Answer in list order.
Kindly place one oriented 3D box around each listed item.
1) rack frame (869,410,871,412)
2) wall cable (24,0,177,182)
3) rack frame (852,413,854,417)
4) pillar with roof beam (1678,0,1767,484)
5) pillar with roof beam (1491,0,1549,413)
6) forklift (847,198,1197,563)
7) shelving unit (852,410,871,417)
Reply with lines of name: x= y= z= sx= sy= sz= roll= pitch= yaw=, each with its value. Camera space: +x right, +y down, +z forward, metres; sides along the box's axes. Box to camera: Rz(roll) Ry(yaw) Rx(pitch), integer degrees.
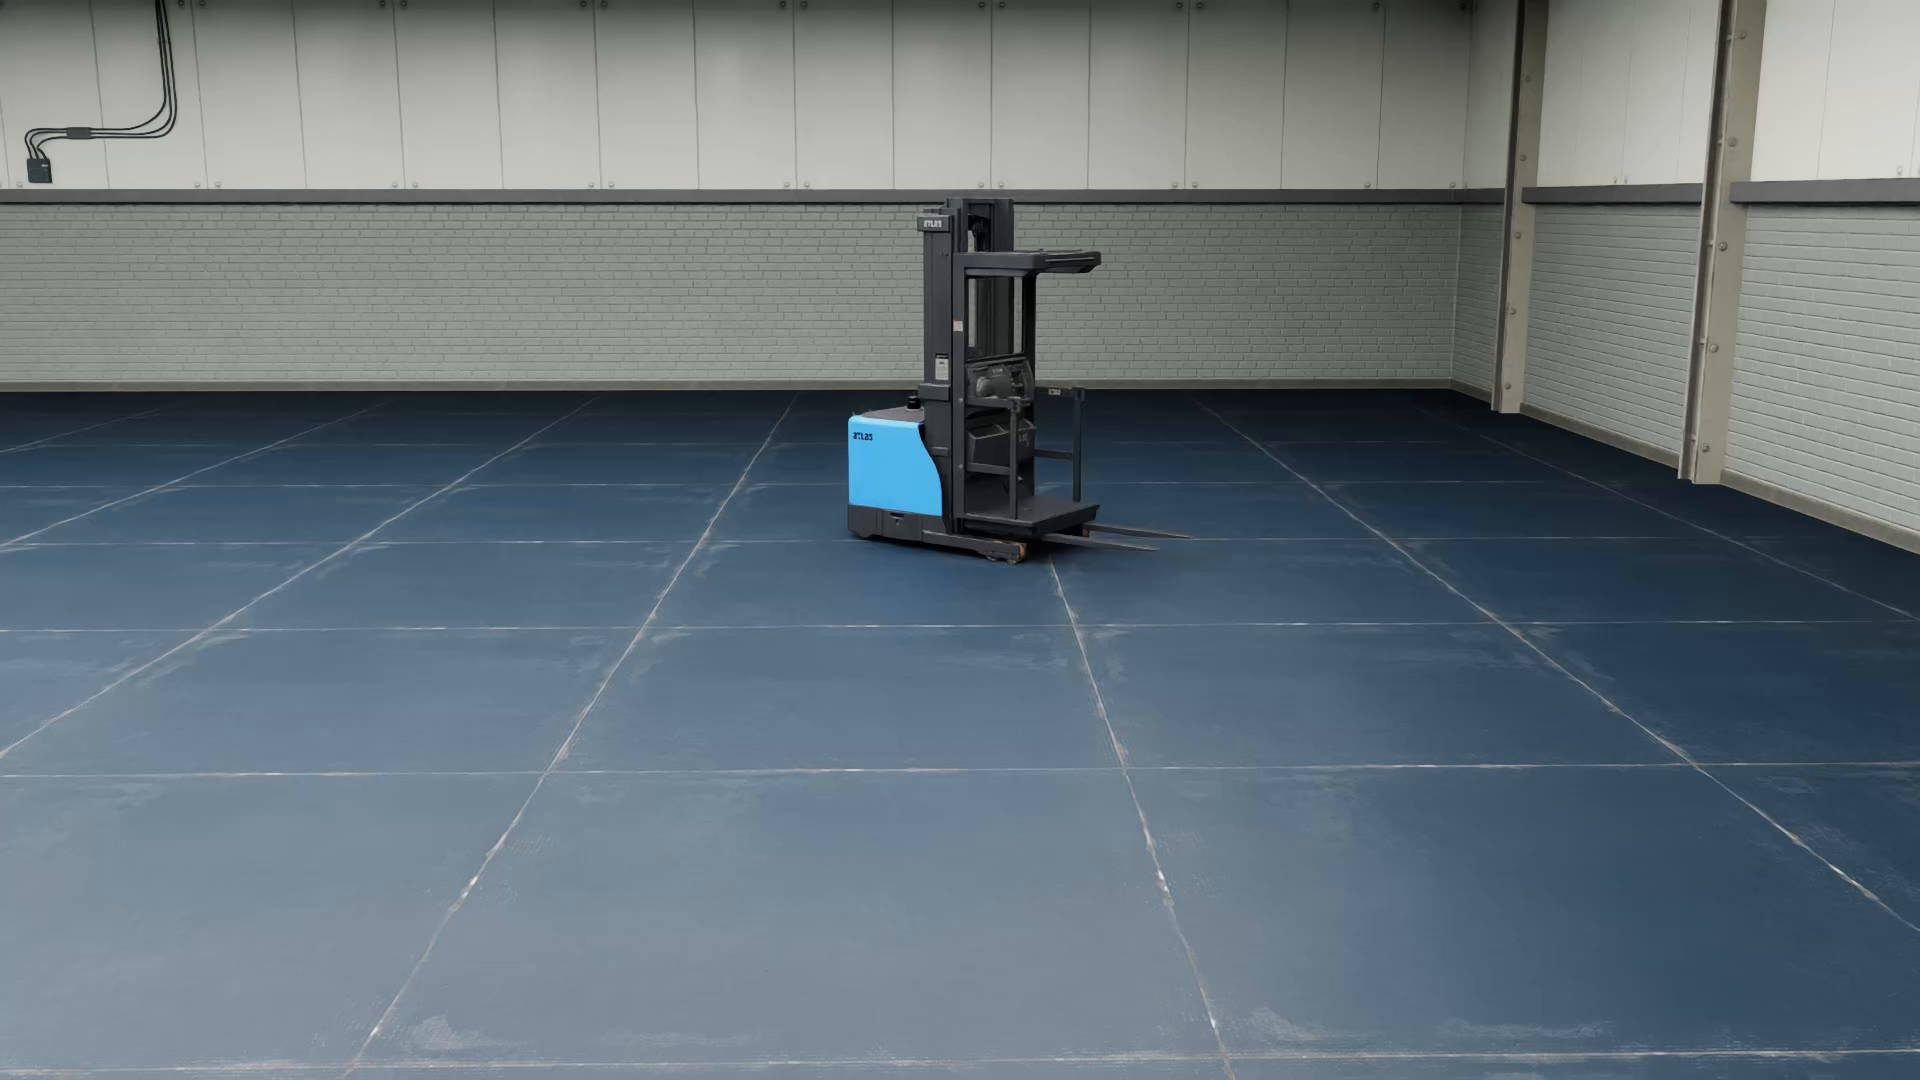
rack frame: x=-0.742 y=-0.657 z=15.155 sx=0.200 sy=1.050 sz=0.008 roll=8 pitch=14 yaw=34
wall cable: x=-13.011 y=-8.393 z=24.744 sx=2.305 sy=6.003 sz=0.169 roll=0 pitch=11 yaw=-1
rack frame: x=-0.880 y=-0.617 z=14.958 sx=0.200 sy=1.050 sz=0.008 roll=8 pitch=14 yaw=34
pillar with roof beam: x=3.549 y=-5.019 z=16.664 sx=9.100 sy=9.000 sz=0.400 roll=0 pitch=11 yaw=-1
pillar with roof beam: x=3.425 y=-6.211 z=22.543 sx=9.100 sy=9.000 sz=0.400 roll=0 pitch=11 yaw=-1
forklift: x=0.508 y=-1.365 z=13.915 sx=3.031 sy=2.935 sz=1.130 roll=8 pitch=14 yaw=35
shelving unit: x=-0.811 y=-0.637 z=15.057 sx=0.215 sy=1.050 sz=0.252 roll=8 pitch=14 yaw=34
